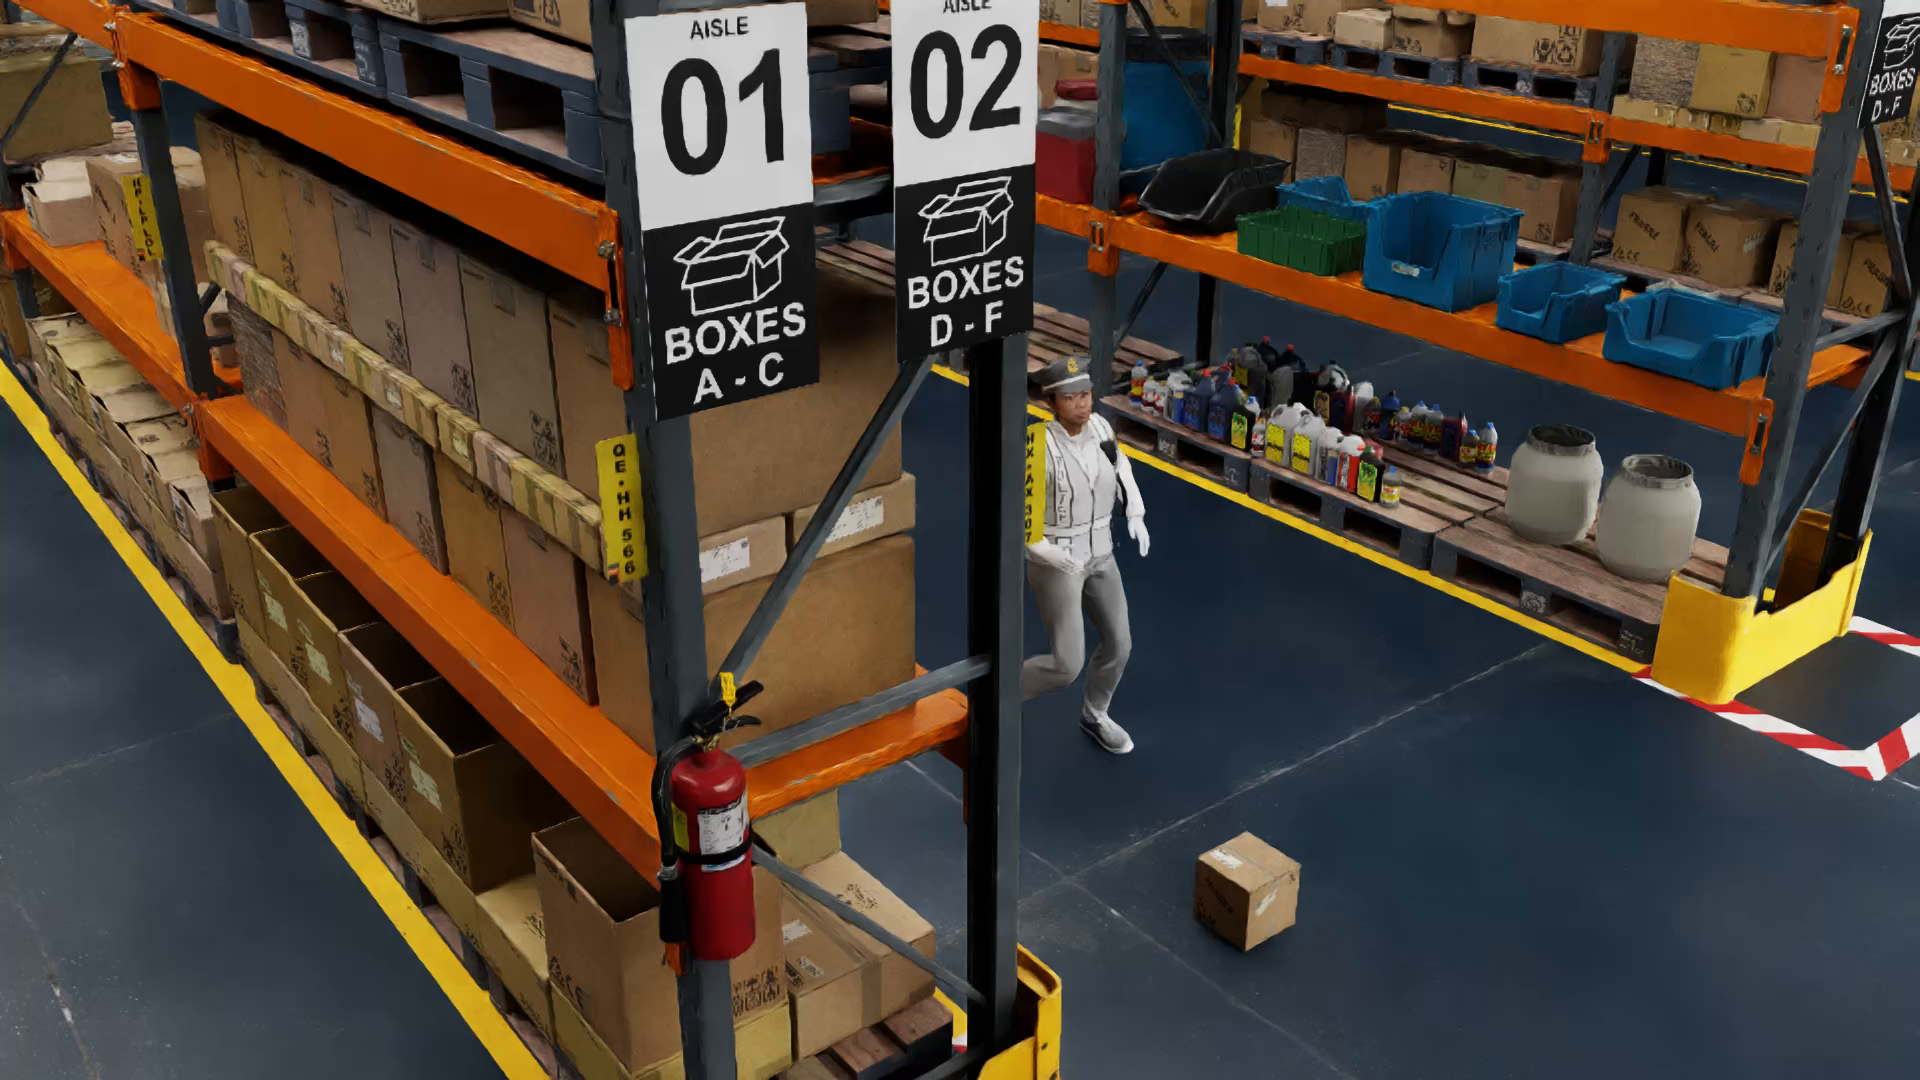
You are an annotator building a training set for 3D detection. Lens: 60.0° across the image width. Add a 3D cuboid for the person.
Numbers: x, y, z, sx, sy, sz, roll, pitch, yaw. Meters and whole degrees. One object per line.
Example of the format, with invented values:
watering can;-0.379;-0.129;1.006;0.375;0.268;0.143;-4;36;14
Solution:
person;0.443;0.073;6.454;0.727;1.670;0.461;-20;32;-36
